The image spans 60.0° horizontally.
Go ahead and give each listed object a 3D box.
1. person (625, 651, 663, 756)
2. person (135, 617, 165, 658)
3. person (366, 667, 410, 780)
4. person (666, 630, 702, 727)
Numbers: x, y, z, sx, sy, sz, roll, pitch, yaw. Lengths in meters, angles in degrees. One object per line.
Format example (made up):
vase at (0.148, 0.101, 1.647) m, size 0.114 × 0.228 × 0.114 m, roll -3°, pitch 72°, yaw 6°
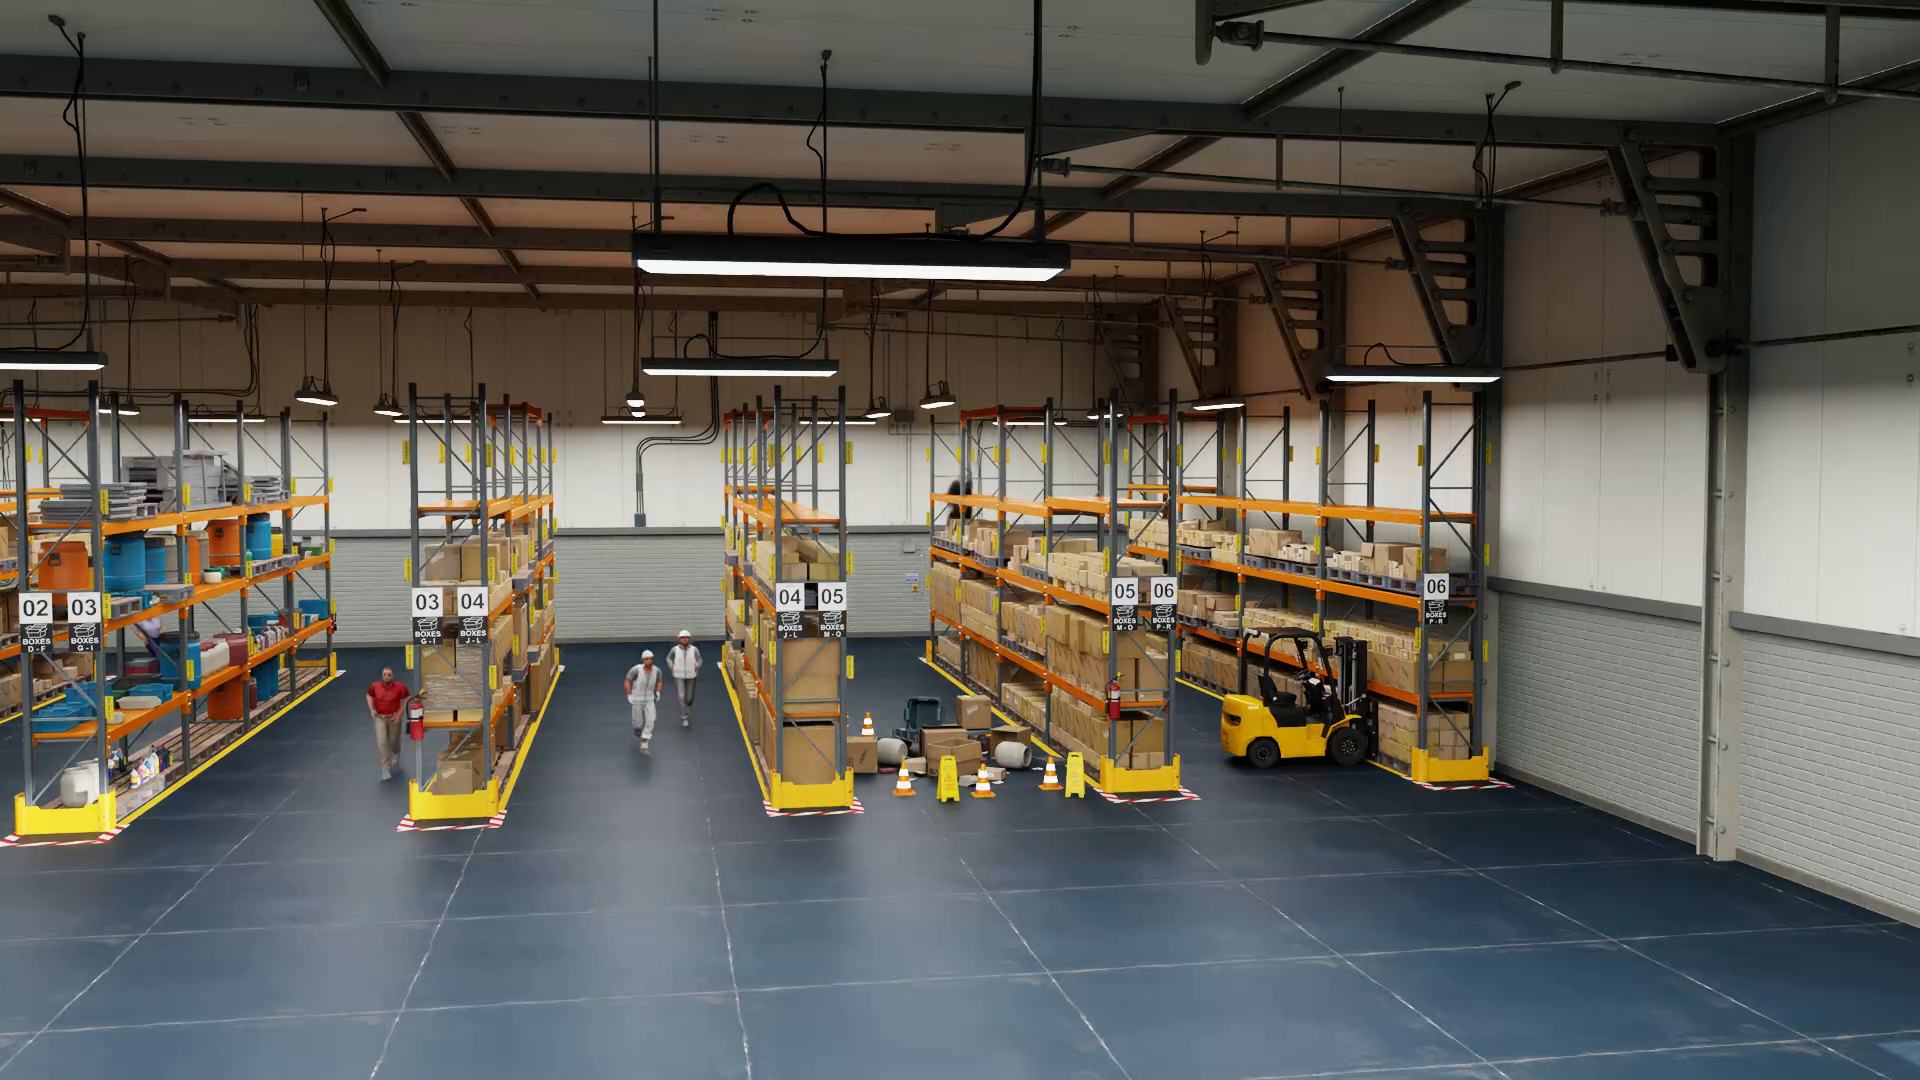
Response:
person at (-5.345, 2.724, 28.103) m, size 0.662 × 1.759 × 0.895 m, roll -1°, pitch 3°, yaw -24°
person at (-18.243, 2.326, 37.531) m, size 0.775 × 1.591 × 0.663 m, roll 2°, pitch 4°, yaw 38°
person at (-8.949, 2.824, 26.067) m, size 0.668 × 1.721 × 0.983 m, roll 0°, pitch 3°, yaw -9°
person at (-5.140, 2.562, 31.049) m, size 0.662 × 1.771 × 0.868 m, roll -1°, pitch 3°, yaw -14°
